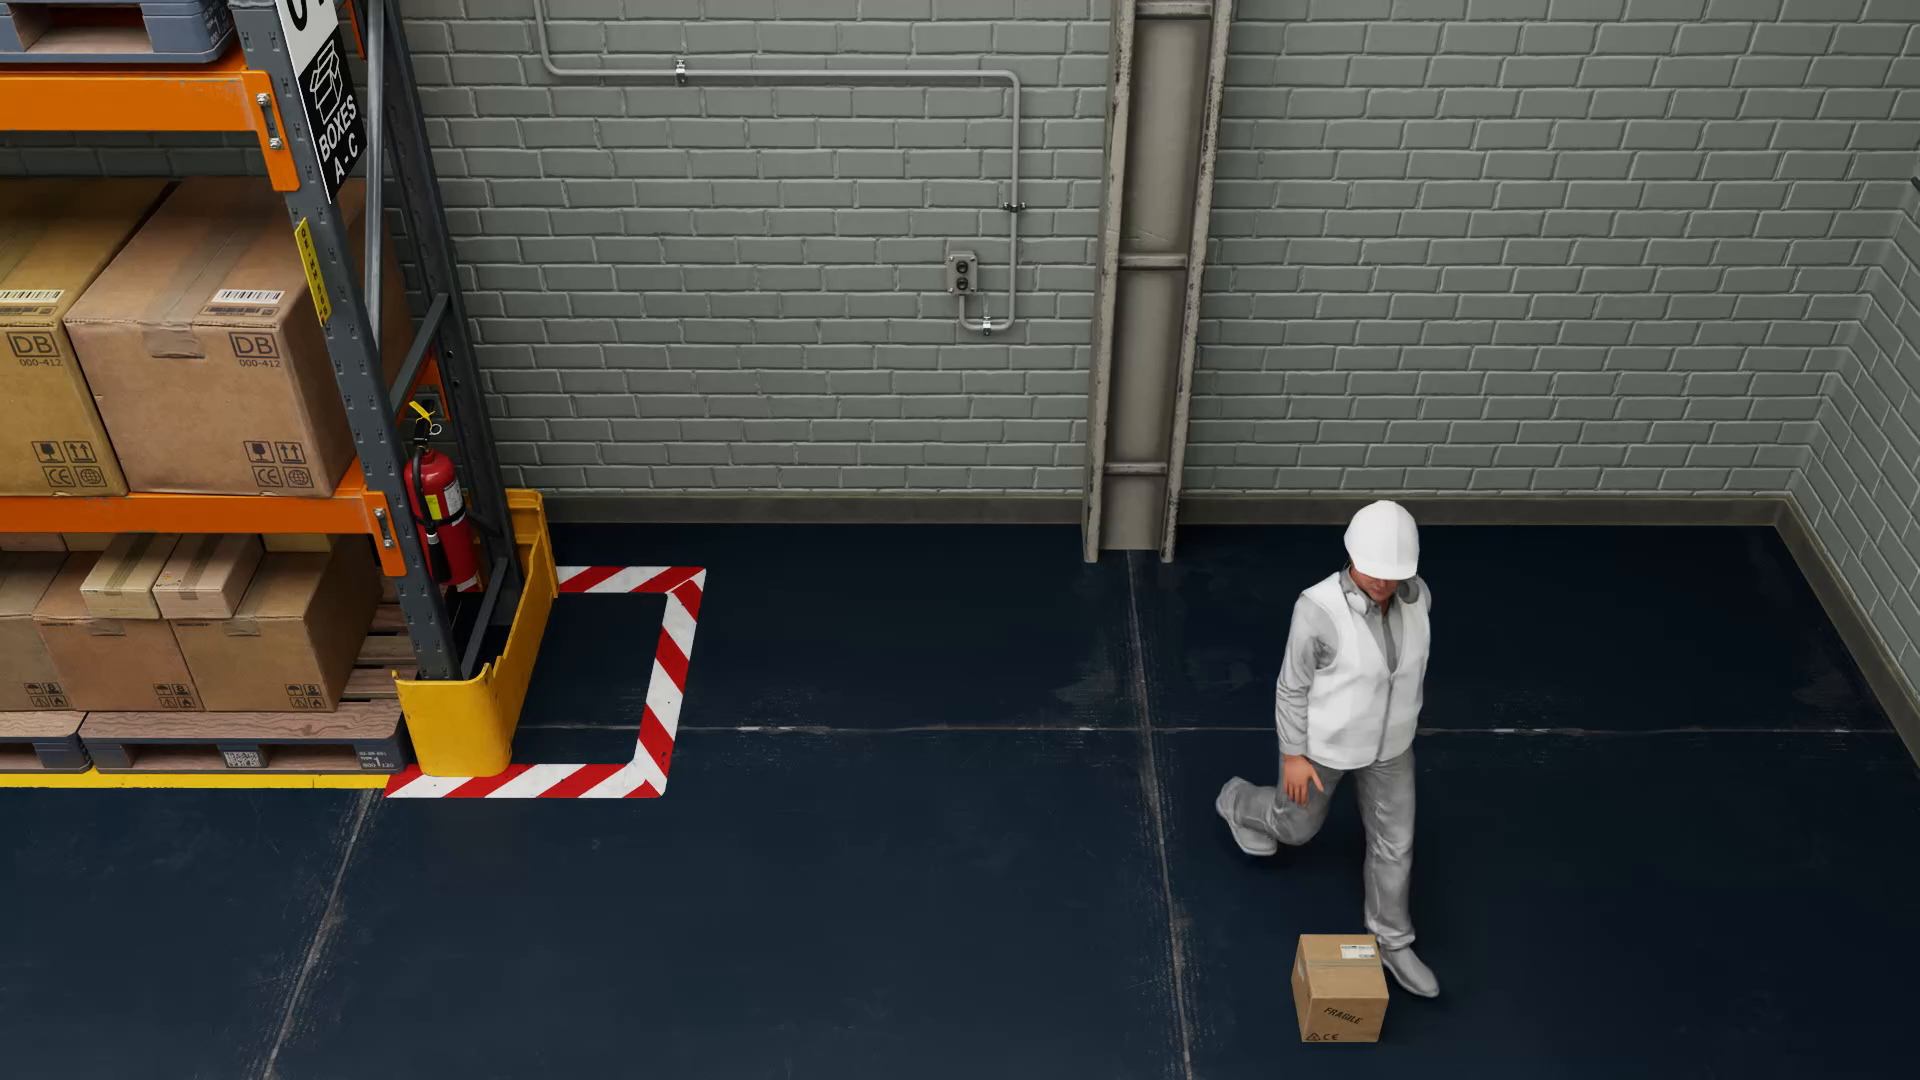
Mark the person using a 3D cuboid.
[{"bbox_3d":[1.288,0.653,5.380,0.558,1.728,0.994,-13,41,-15],"label":"person"}]
